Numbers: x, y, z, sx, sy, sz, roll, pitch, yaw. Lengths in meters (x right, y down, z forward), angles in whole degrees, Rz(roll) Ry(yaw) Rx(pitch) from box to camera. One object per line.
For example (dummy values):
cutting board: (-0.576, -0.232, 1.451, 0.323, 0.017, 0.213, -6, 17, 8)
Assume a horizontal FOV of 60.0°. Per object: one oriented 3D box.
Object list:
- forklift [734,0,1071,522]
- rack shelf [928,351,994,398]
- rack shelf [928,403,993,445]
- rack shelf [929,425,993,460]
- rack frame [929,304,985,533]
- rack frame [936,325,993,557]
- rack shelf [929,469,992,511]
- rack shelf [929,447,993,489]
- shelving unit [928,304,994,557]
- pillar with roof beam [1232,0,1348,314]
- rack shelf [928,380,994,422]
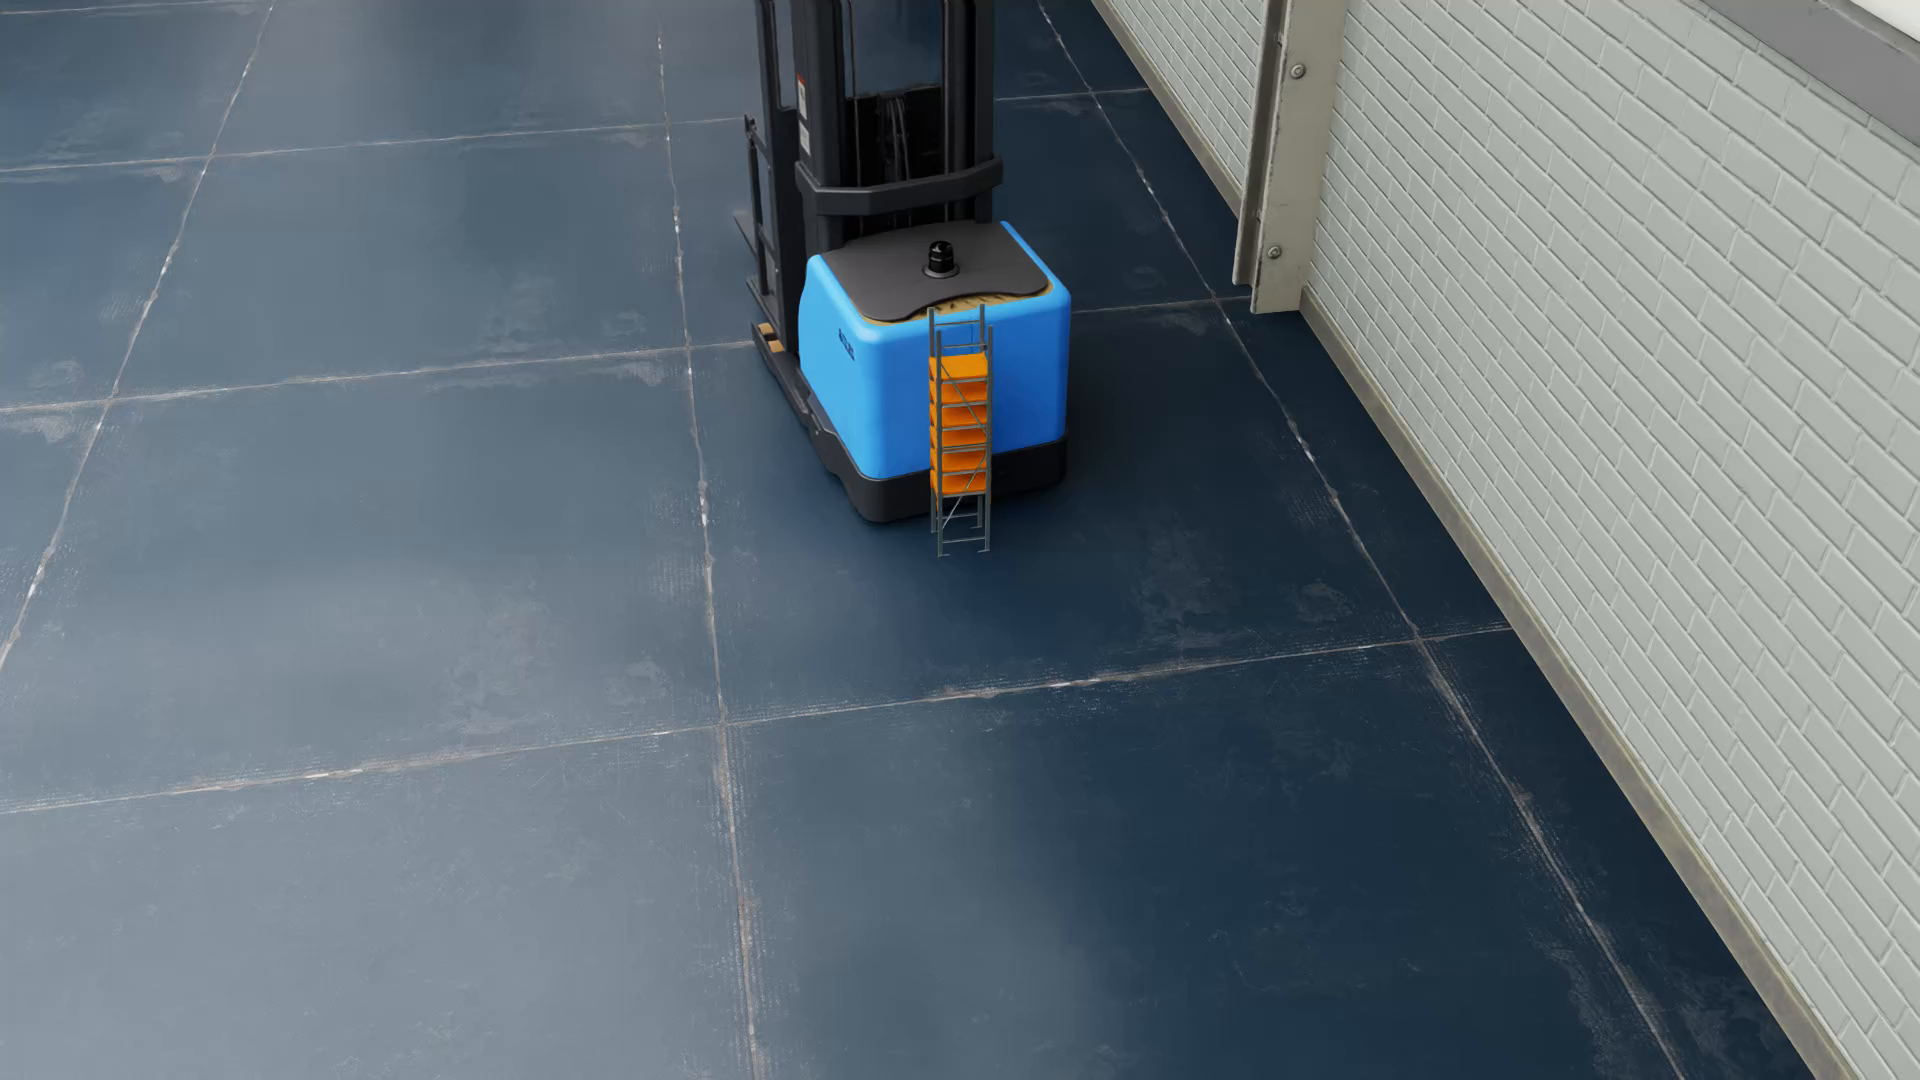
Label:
forklift: (-0.487, -2.146, 8.123, 1.130, 2.935, 3.031, -13, 40, -16)
rack shelf: (0.003, -0.714, 7.177, 0.258, 0.103, 0.180, -6, 38, -8)
rack shelf: (0.003, -0.525, 7.324, 0.258, 0.103, 0.180, -6, 38, -8)
rack shelf: (0.003, -0.430, 7.398, 0.258, 0.103, 0.180, -6, 38, -8)
rack frame: (-0.013, -0.520, 7.442, 0.240, 1.200, 0.006, -6, 38, -8)
rack frame: (0.019, -0.410, 7.300, 0.240, 1.200, 0.006, -6, 38, -8)
rack shelf: (0.003, -0.240, 7.545, 0.258, 0.103, 0.180, -6, 38, -8)
rack shelf: (0.003, -0.335, 7.472, 0.258, 0.103, 0.180, -6, 38, -8)
shelving unit: (0.003, -0.465, 7.371, 0.258, 1.200, 0.189, -6, 38, -8)
pillar with roof beam: (-2.467, -4.504, 6.212, 9.100, 9.000, 0.400, -6, 38, -8)
rack shelf: (0.003, -0.620, 7.251, 0.258, 0.103, 0.180, -6, 38, -8)
